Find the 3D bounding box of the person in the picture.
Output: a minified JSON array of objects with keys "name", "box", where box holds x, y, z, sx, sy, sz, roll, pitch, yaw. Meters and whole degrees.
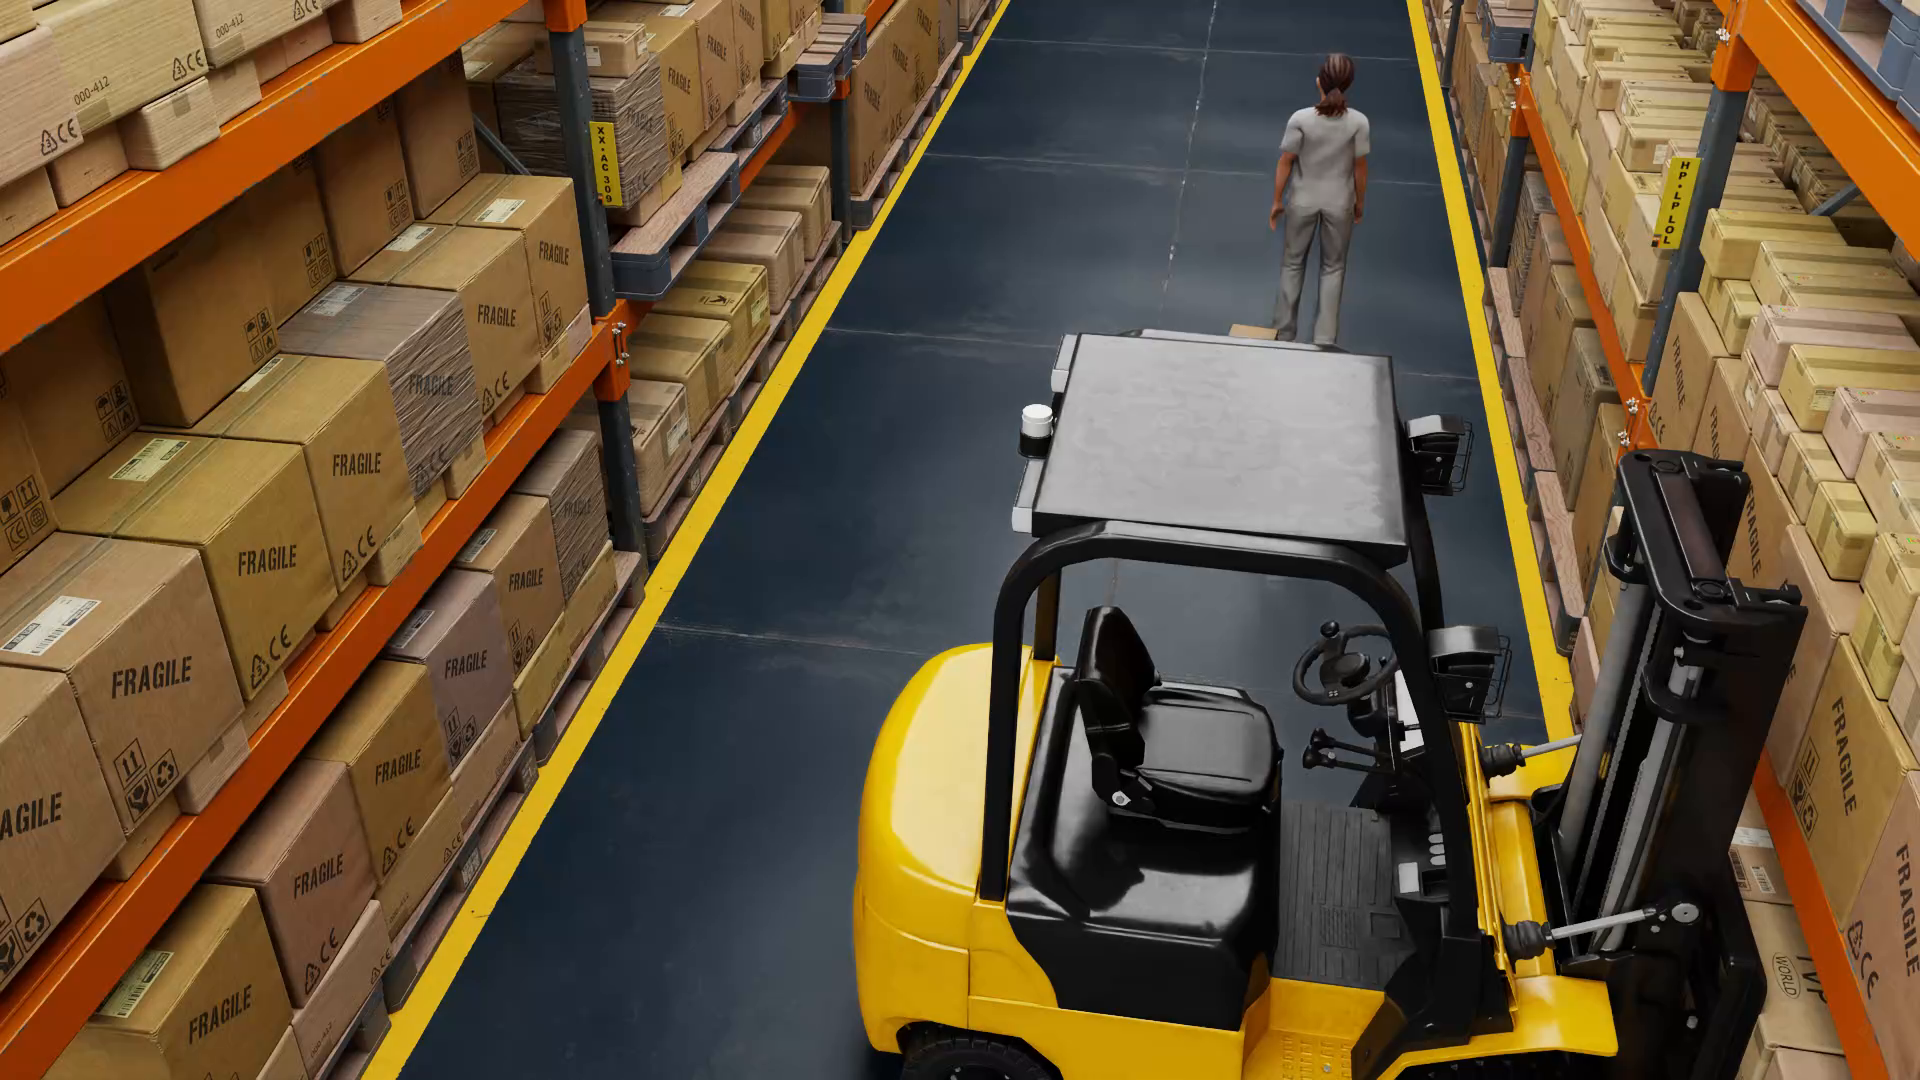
[{"name":"person","box":[1.914,-1.781,8.910,0.492,1.690,0.480,6,33,9]}]
